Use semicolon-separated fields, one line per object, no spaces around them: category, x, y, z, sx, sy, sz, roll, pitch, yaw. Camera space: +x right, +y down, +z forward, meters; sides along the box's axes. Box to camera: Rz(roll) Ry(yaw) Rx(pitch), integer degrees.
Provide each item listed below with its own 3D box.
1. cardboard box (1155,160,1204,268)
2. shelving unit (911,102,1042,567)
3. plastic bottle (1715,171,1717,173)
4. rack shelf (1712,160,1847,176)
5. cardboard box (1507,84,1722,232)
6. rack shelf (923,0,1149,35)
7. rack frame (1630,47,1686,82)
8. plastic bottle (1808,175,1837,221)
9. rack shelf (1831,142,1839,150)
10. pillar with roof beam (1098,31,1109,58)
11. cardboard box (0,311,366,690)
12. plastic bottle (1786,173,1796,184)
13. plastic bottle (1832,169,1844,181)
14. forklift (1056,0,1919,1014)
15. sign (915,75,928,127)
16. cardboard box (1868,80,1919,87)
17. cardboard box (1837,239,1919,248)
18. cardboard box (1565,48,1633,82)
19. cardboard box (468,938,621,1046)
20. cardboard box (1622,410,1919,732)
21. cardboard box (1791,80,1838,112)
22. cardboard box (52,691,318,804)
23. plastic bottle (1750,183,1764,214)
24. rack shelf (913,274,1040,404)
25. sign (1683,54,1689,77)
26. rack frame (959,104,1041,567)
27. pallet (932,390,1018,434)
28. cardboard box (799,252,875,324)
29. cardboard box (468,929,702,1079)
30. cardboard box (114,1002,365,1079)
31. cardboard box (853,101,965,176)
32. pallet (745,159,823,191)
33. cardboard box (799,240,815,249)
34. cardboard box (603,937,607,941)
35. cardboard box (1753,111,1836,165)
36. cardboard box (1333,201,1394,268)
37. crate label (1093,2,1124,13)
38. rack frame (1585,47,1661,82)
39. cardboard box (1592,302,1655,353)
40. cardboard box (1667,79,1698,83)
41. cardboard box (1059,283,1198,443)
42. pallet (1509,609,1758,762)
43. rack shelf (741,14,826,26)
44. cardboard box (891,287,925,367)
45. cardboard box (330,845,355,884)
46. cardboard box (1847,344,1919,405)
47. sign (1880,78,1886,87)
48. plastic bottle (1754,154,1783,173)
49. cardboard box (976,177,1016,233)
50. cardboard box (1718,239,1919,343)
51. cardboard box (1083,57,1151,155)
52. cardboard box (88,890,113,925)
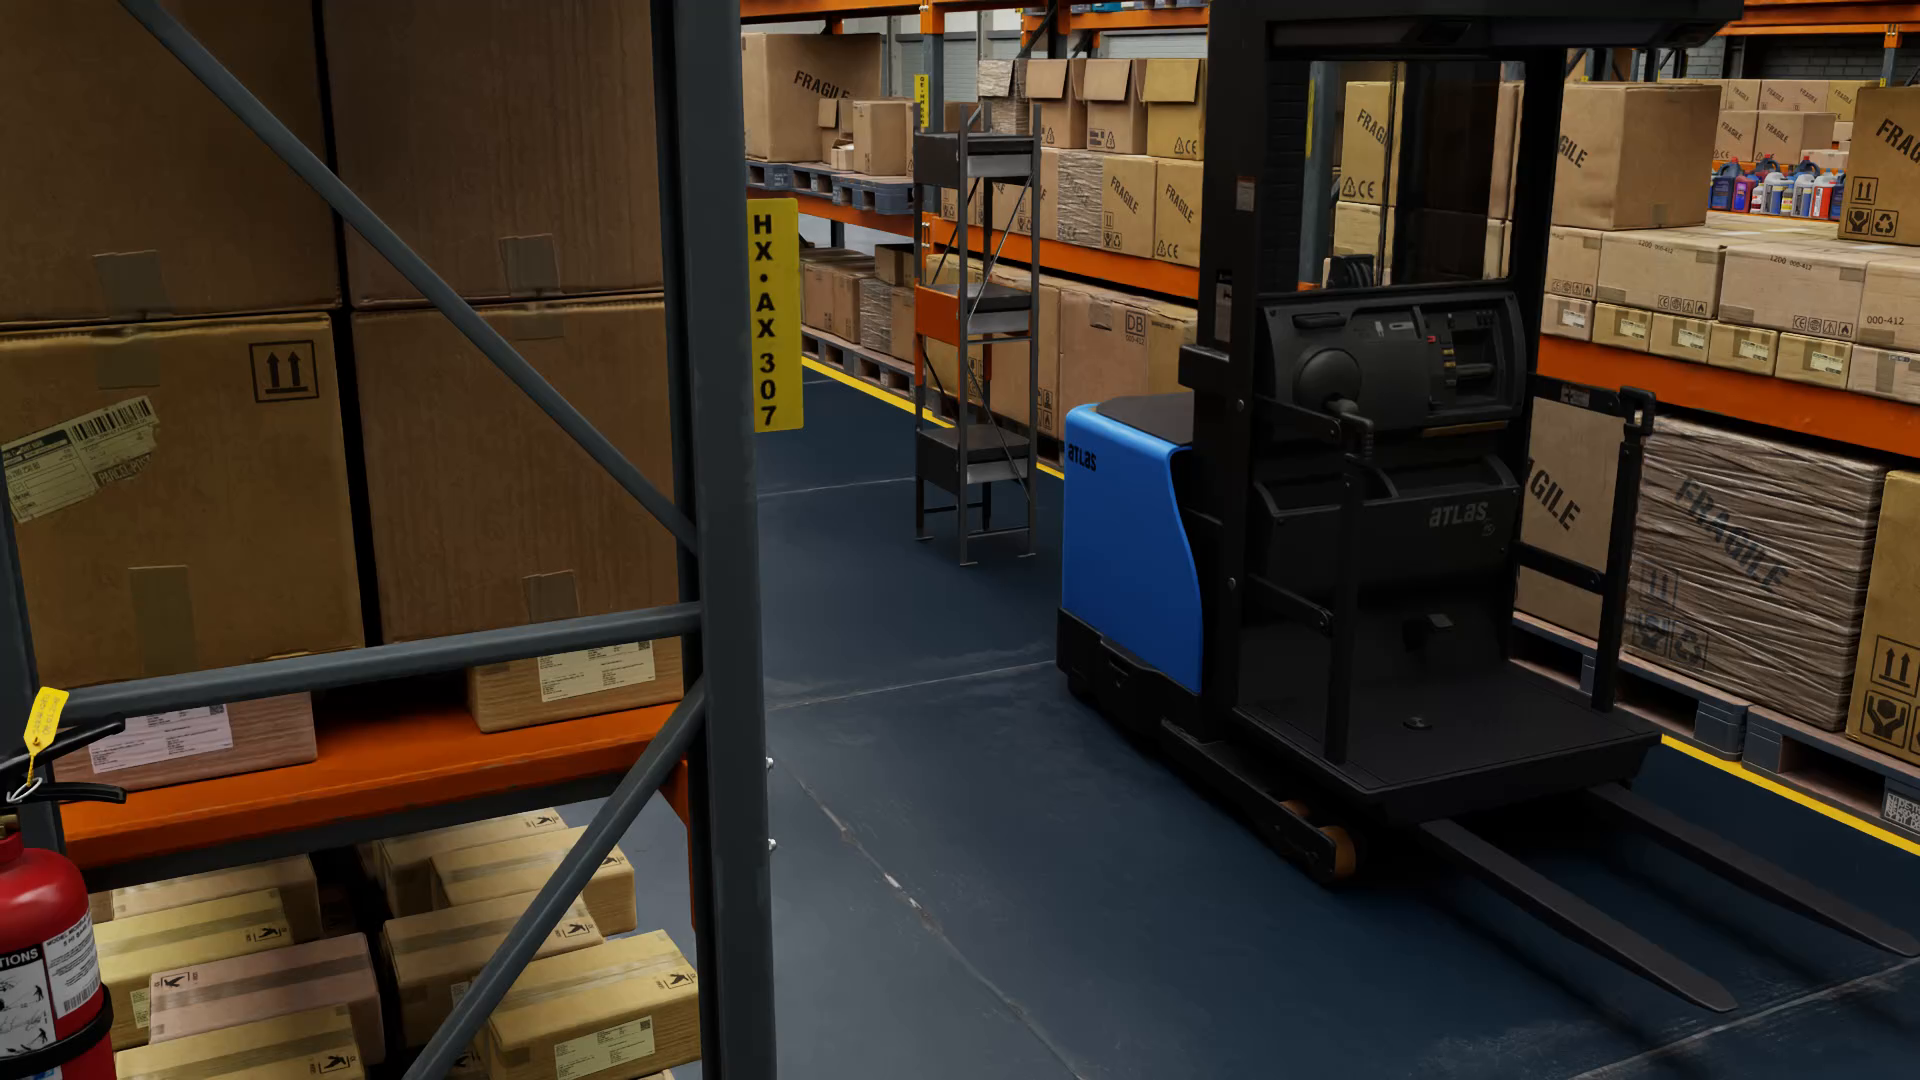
cardboard box;1.331;-1.651;8.385;0.500;0.500;0.500;-7;17;-23
shelving unit;0.073;-0.968;7.818;0.431;2.100;0.503;-8;18;-25
plastic bottle;5.601;-2.634;12.352;0.097;0.201;0.097;0;16;0
rack shelf;8.270;-3.735;17.131;1.077;0.370;4.000;-8;18;-25
cardboard box;2.413;-1.427;6.158;0.500;0.500;0.500;-8;18;-27
rack shelf;1.116;-2.989;9.093;1.077;0.370;4.000;-8;18;-25
rack frame;10.093;-6.168;24.306;1.000;3.000;0.127;-8;18;-25
plastic bottle;5.600;-2.210;10.738;0.152;0.276;0.135;-8;18;-25
rack shelf;10.969;-5.326;22.677;1.077;0.370;4.000;-8;18;-25
pillar with roof beam;-0.579;-12.925;36.978;9.100;9.000;0.400;-8;18;-25
cardboard box;-1.187;-0.102;2.447;0.500;0.500;0.500;-7;18;-24
plastic bottle;5.543;-2.318;11.124;0.097;0.271;0.097;0;16;0
plastic bottle;6.050;-2.413;11.455;0.097;0.271;0.097;0;16;0
forklift;1.416;-0.552;4.861;1.130;2.935;3.031;-7;17;-22
sign;-0.244;-2.839;10.750;0.100;0.325;0.005;-8;18;-25
cardboard box;11.827;-5.616;21.258;0.500;0.500;0.500;-8;18;-26
cardboard box;3.326;-0.880;5.613;0.500;0.250;0.500;-8;18;-27
cardboard box;7.194;-5.357;18.948;0.700;0.500;0.500;-8;18;-25
cardboard box;-0.827;0.959;3.337;0.380;0.149;0.250;-8;18;-25
cardboard box;2.993;0.040;5.764;0.875;0.875;0.875;-8;18;-25
cardboard box;11.136;-5.677;21.471;0.500;0.500;0.500;-8;18;-25
cardboard box;-1.156;0.244;2.419;0.380;0.149;0.250;-8;18;-25
plastic bottle;5.364;-2.290;11.154;0.097;0.201;0.097;0;16;0
rack shelf;0.073;-0.955;7.822;0.431;0.518;0.480;-8;18;-25
sign;10.600;-6.938;24.319;0.100;0.325;0.005;-8;18;-25
rack frame;0.179;-0.908;7.607;0.400;2.100;0.015;-8;18;-25
pallet;0.517;-0.844;10.807;1.003;0.211;1.213;-8;18;-25
cardboard box;-1.071;-2.115;13.916;0.700;0.500;0.500;-8;18;-25
cardboard box;-0.683;0.881;3.071;0.380;0.149;0.250;-9;18;-27
cardboard box;-1.219;0.951;2.826;0.380;0.149;0.250;-7;18;-24
cardboard box;-0.368;-2.894;11.954;0.700;0.500;0.500;-5;17;-17
pallet;-1.309;-3.081;13.897;1.003;0.211;1.213;-8;18;-25
cardboard box;-1.652;-2.485;15.241;0.500;0.500;0.500;-8;18;-27
cardboard box;-1.017;0.977;3.815;0.380;0.149;0.250;-7;18;-24
cardboard box;8.396;-4.047;16.733;0.500;0.500;0.500;-9;18;-28
cardboard box;1.962;-1.319;7.143;0.500;0.250;0.500;-8;18;-26
crate label;1.710;-5.837;17.984;0.502;0.251;0.408;-8;18;-25
rack frame;7.394;-4.576;18.760;1.000;3.000;0.127;-8;18;-25
cardboard box;2.507;-0.776;5.972;0.380;0.149;0.250;-8;18;-26
cardboard box;10.239;-6.187;23.250;0.500;0.500;0.500;-8;18;-25
cardboard box;1.301;-0.955;9.231;1.225;0.875;0.875;-8;18;-27
pallet;2.793;0.445;6.319;1.003;0.211;1.213;-8;18;-25
rack shelf;-2.389;-4.972;16.006;1.077;0.370;4.000;-8;18;-25
cardboard box;-0.072;-1.562;11.990;0.700;0.500;0.500;-9;18;-28
cardboard box;-1.386;0.716;4.185;0.380;0.149;0.250;-7;17;-22
cardboard box;2.959;-0.521;5.085;0.380;0.149;0.250;-7;18;-24
sign;11.361;-5.525;20.495;0.100;0.325;0.005;-8;18;-25
plastic bottle;5.785;-2.587;11.916;0.144;0.351;0.185;-8;18;-25
cardboard box;0.436;-2.156;10.143;0.500;0.500;0.500;-8;18;-26
cardboard box;2.848;-0.816;5.388;0.500;0.250;0.500;-8;18;-27
cardboard box;1.128;-2.408;9.204;0.797;0.503;0.637;-7;17;-23
cardboard box;-1.729;0.702;3.697;0.380;0.149;0.250;-7;17;-23
